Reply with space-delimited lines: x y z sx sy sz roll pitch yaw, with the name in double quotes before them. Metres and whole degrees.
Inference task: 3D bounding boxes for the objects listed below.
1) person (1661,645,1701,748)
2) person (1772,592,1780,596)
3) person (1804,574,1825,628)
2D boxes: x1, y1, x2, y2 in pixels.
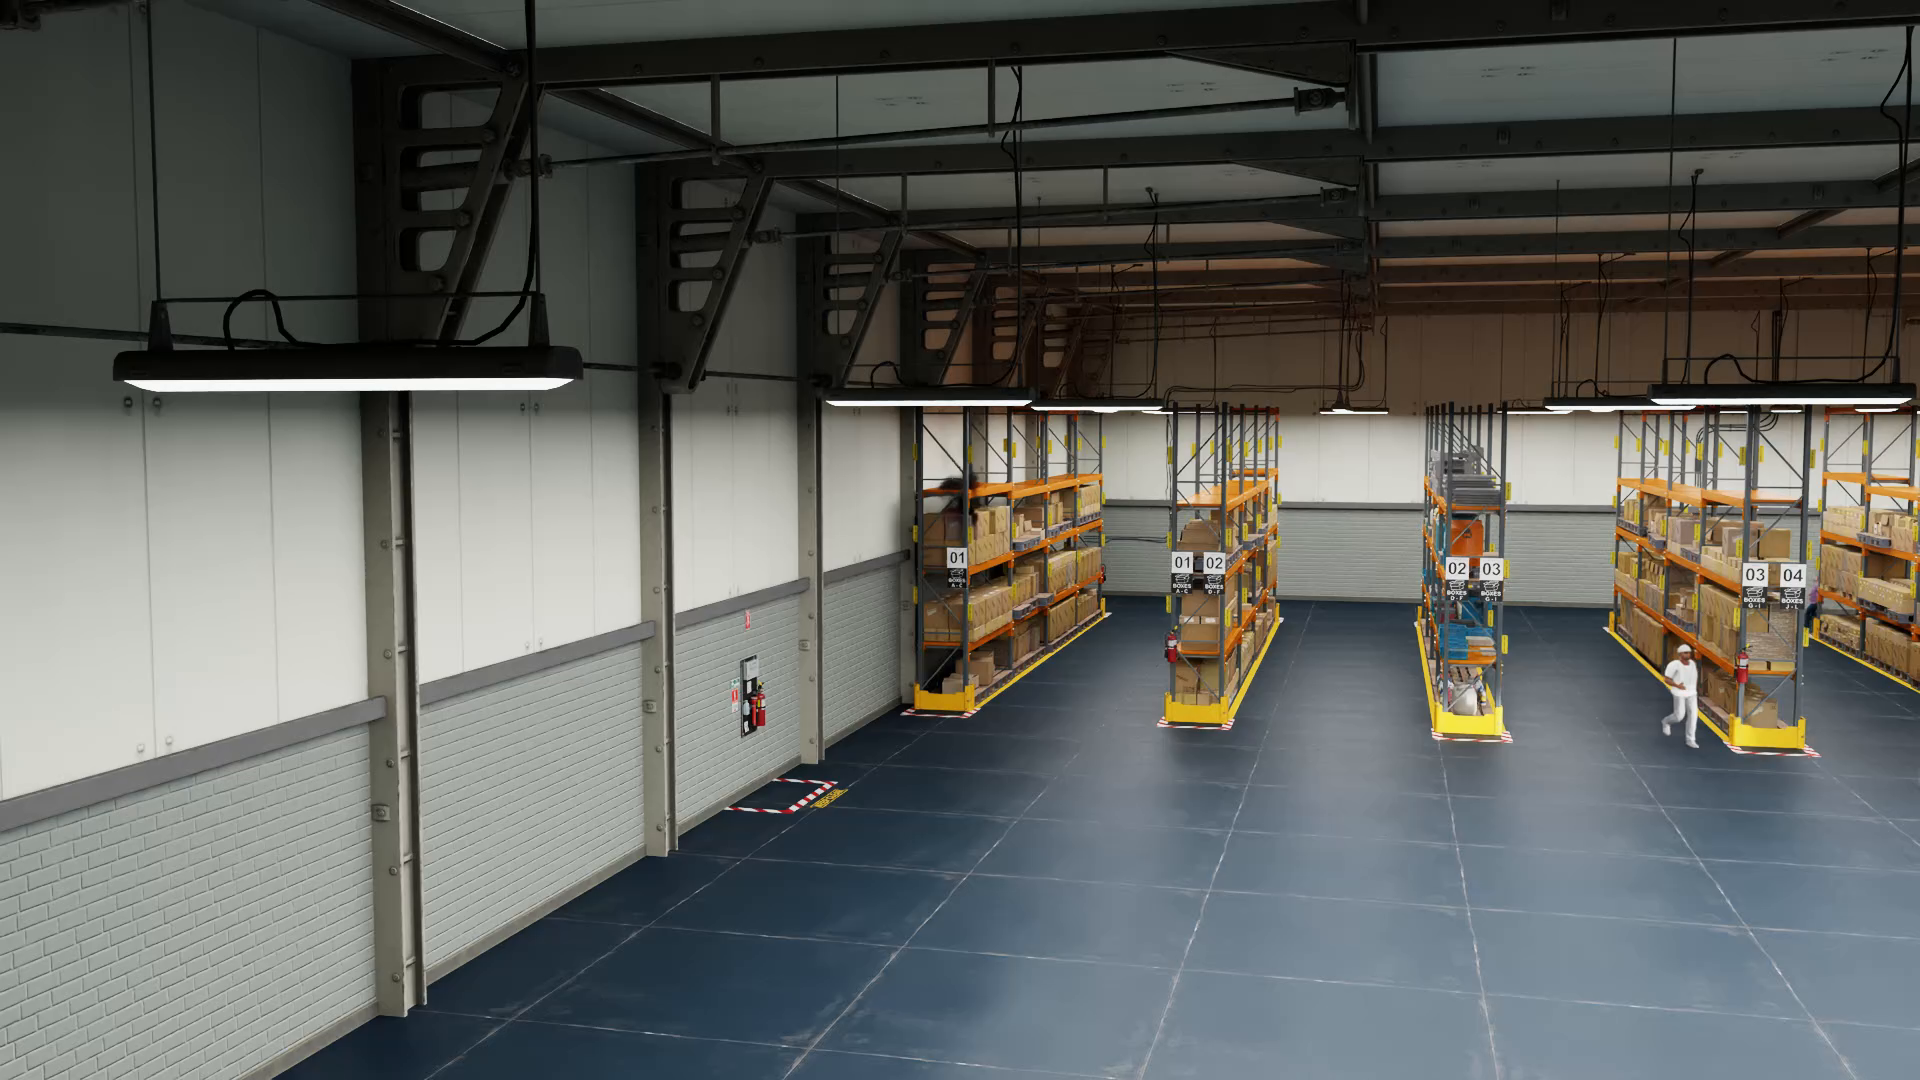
"person" 12.627 2.697 29.054 0.712 1.755 0.921 -1 4 -12
"person" 20.731 1.740 42.025 0.665 1.811 0.882 2 5 25
"person" 22.779 1.672 44.305 0.780 1.534 0.610 2 5 24
